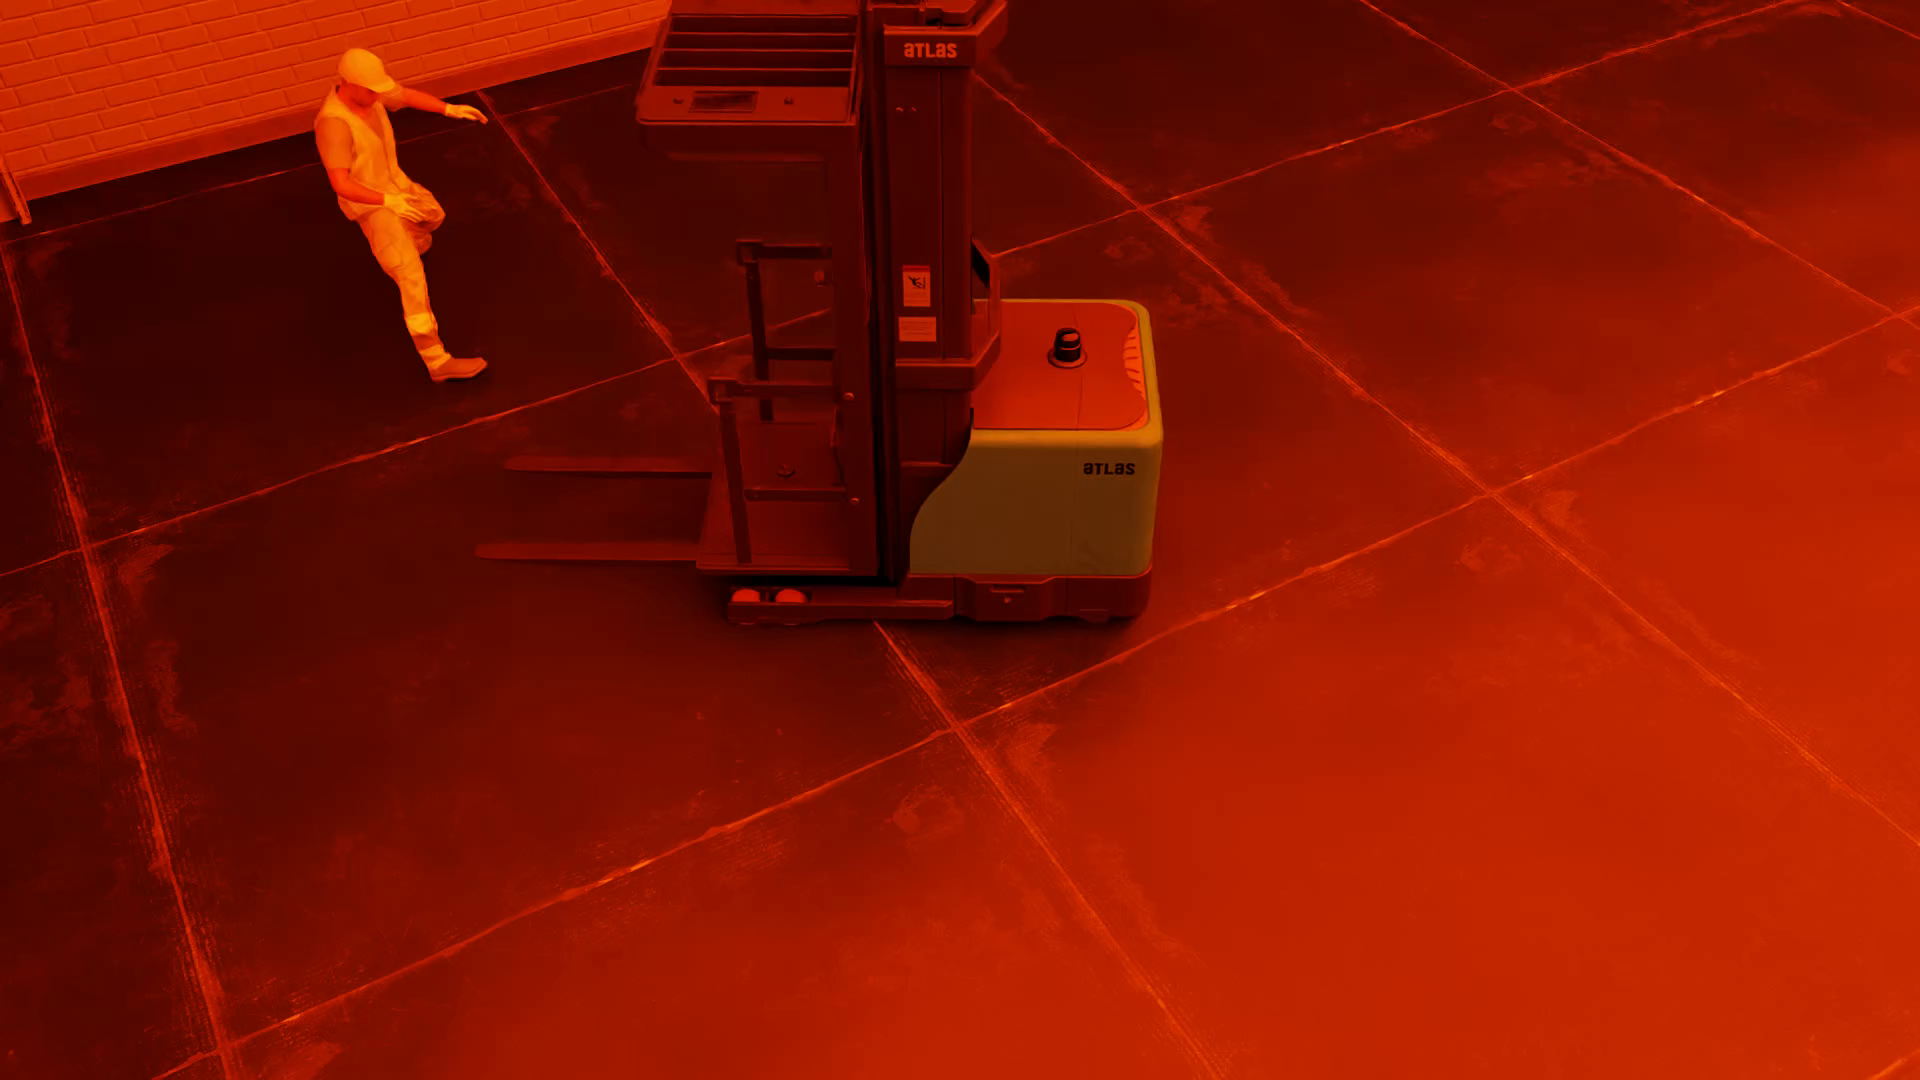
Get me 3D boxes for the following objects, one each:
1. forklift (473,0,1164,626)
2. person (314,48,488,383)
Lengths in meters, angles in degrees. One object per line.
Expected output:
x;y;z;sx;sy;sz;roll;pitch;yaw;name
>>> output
-0.663;-1.052;6.833;3.031;2.935;1.130;1;43;1;forklift
-2.883;-1.852;8.686;0.945;1.572;1.267;6;43;7;person
